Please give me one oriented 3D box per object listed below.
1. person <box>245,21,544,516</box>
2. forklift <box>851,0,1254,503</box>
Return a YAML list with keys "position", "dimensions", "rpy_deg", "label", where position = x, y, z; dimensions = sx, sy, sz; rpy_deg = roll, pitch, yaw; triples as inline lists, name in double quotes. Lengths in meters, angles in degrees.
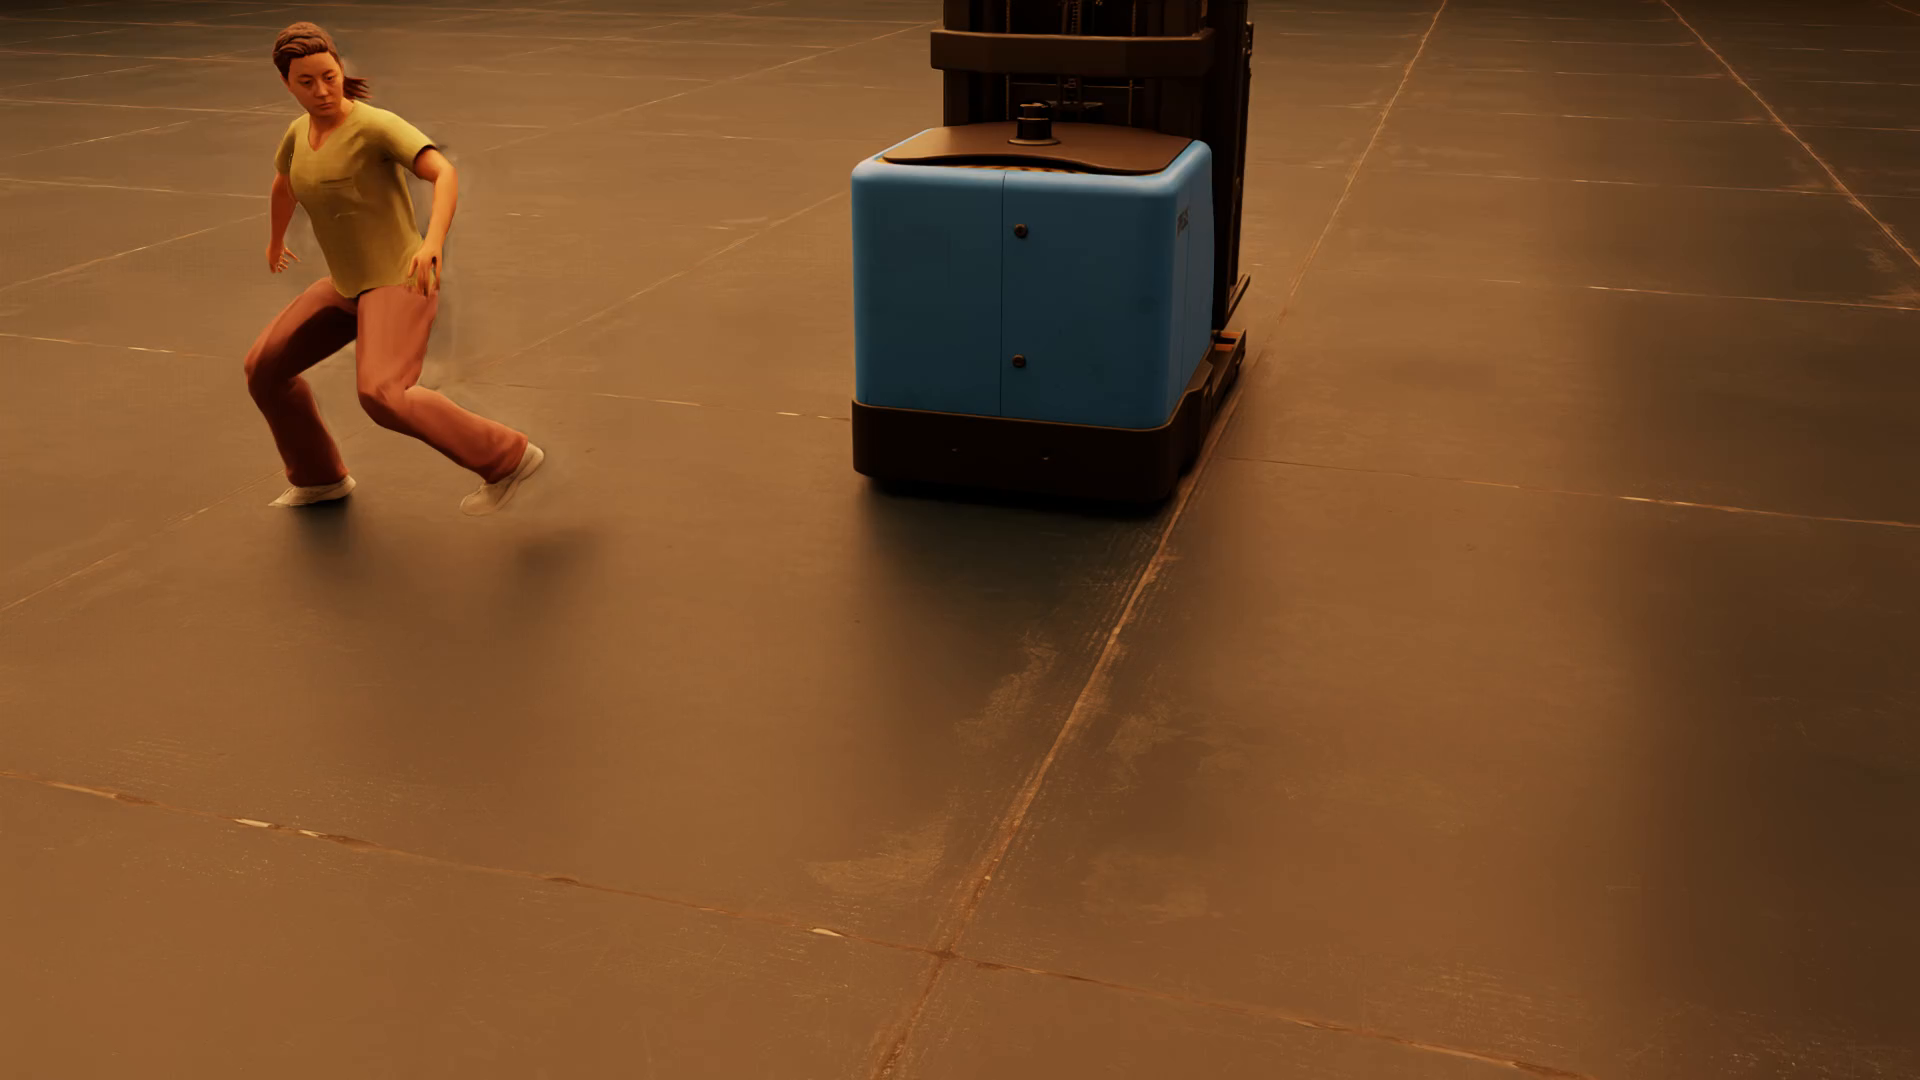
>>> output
- position: [-1.851, -0.771, 5.073]
  dimensions: [1.071, 1.566, 0.507]
  rpy_deg: [15, 27, 33]
  label: "person"
- position: [0.543, -2.005, 6.135]
  dimensions: [1.130, 2.935, 3.031]
  rpy_deg: [6, 23, 15]
  label: "forklift"
